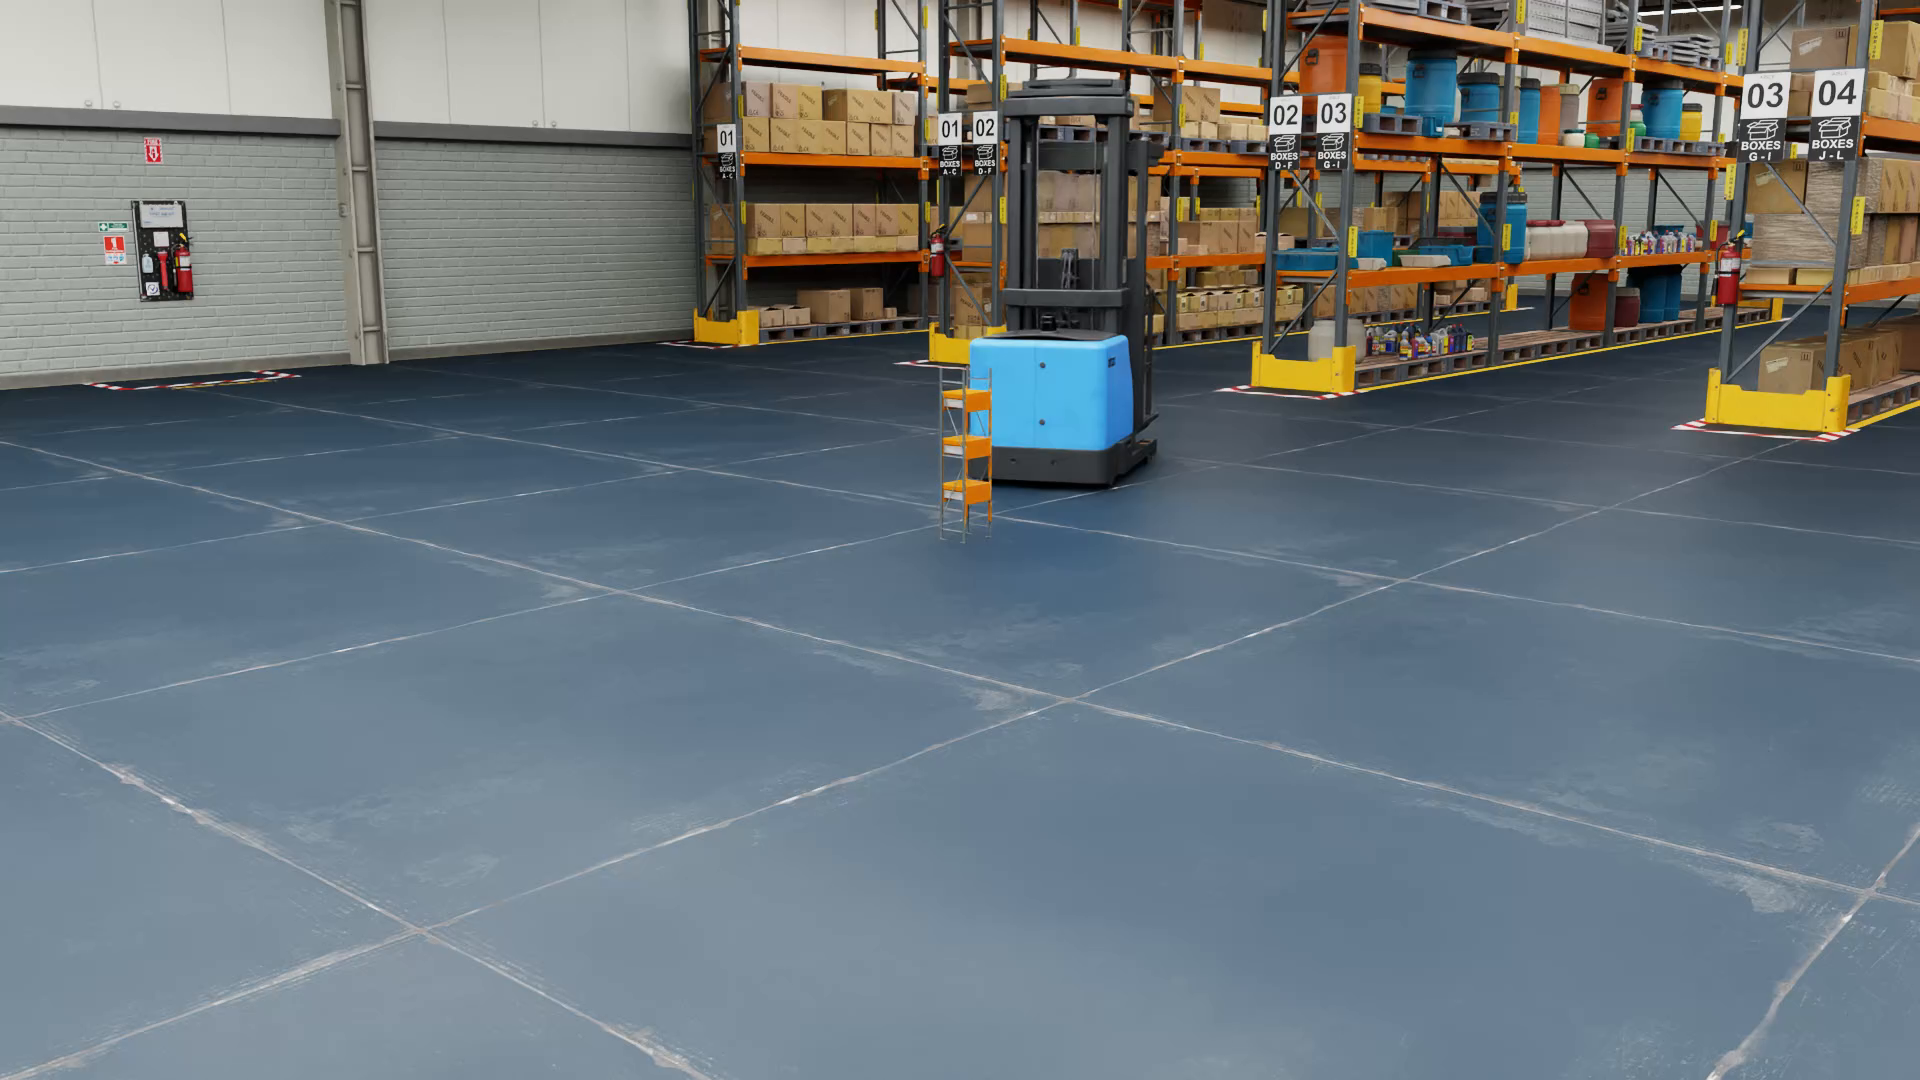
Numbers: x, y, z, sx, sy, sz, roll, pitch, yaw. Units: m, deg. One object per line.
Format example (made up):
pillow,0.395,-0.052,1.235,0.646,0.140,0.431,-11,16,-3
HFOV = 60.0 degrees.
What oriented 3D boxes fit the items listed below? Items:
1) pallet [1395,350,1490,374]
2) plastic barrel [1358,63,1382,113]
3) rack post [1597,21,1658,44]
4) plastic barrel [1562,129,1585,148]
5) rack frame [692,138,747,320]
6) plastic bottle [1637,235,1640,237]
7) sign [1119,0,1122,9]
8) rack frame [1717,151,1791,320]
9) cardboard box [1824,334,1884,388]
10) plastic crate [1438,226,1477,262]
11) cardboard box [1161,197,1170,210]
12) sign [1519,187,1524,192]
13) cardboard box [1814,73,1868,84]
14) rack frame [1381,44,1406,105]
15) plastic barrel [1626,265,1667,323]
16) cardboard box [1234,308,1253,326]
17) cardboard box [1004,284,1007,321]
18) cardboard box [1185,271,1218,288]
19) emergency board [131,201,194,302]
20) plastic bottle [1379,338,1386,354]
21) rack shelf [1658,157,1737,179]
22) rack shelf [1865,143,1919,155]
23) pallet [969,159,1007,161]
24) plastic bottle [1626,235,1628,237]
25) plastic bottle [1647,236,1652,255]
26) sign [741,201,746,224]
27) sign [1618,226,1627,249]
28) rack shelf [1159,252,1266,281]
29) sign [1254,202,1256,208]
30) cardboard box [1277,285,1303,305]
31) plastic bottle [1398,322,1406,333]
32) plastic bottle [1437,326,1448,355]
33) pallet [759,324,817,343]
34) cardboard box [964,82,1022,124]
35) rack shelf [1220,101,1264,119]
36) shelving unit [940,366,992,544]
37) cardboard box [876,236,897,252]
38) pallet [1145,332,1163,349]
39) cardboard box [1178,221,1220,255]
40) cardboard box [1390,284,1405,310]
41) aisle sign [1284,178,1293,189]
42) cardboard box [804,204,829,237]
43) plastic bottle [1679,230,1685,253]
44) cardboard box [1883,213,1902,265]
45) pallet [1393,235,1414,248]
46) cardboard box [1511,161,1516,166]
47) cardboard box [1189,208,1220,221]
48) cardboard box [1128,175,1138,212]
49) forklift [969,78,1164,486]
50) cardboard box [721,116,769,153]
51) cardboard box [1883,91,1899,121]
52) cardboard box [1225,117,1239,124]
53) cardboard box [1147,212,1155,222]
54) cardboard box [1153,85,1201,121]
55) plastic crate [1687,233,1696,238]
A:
pallet,6.018,-2.300,21.186,1.003,0.211,1.213,10,15,40
plastic barrel,4.509,-5.125,19.003,0.600,0.588,0.600,0,11,0
rack post,9.580,-7.366,24.307,0.954,0.300,0.937,10,15,40
plastic barrel,8.469,-5.535,22.959,0.301,0.262,0.301,0,11,0
rack frame,-3.590,-4.453,24.847,1.000,3.000,0.127,10,15,40
plastic bottle,10.940,-4.804,26.922,0.152,0.276,0.135,10,15,40
sign,2.359,-7.909,24.245,0.100,0.325,0.005,10,15,40
rack frame,14.414,-5.526,30.220,1.000,3.000,0.127,10,15,40
cardboard box,9.196,-1.860,17.174,0.500,0.500,0.500,8,14,35
plastic crate,6.582,-3.903,21.929,0.402,0.464,0.583,10,15,40
cardboard box,3.871,-6.615,32.692,0.500,0.250,0.500,10,15,42
sign,11.099,-6.815,32.911,0.100,0.325,0.005,10,15,40
cardboard box,7.928,-4.135,14.963,0.380,0.149,0.250,10,15,40
rack frame,8.055,-8.520,29.895,1.000,3.000,0.127,10,15,40
plastic barrel,10.934,-3.932,26.526,0.600,0.901,0.708,10,15,40
cardboard box,4.241,-3.513,26.088,0.500,0.250,0.500,10,15,41
cardboard box,0.913,-3.305,23.132,0.500,0.500,0.500,10,15,40
cardboard box,4.902,-5.295,34.375,0.700,0.500,0.500,10,15,41
emergency board,-9.398,-3.426,19.707,0.194,1.169,0.643,10,15,40
plastic bottle,5.240,-2.412,20.650,0.097,0.201,0.097,0,11,0
rack shelf,13.094,-6.350,28.523,1.077,0.370,4.000,10,15,40
rack shelf,11.533,-4.533,19.424,1.077,0.370,4.000,10,15,40
pallet,0.220,-6.650,28.670,1.213,0.211,1.003,10,15,40
plastic bottle,10.570,-4.722,26.509,0.152,0.276,0.135,10,15,40
plastic bottle,10.458,-4.478,25.269,0.061,0.283,0.133,10,15,40
sign,-3.182,-4.807,24.411,0.100,0.325,0.005,10,15,40
sign,9.551,-4.359,23.960,0.100,0.325,0.005,10,15,40
rack shelf,4.094,-4.343,26.133,1.077,0.370,4.000,10,15,40
sign,6.559,-7.343,36.904,0.100,0.325,0.005,10,15,40
cardboard box,5.254,-4.014,27.164,0.500,0.311,0.500,10,15,42
plastic bottle,5.648,-2.612,21.271,0.144,0.351,0.185,10,15,42
plastic bottle,5.944,-2.469,20.557,0.144,0.351,0.185,10,15,40
pallet,-2.977,-3.212,25.752,1.003,0.211,1.213,10,15,40
cardboard box,0.516,-5.693,21.705,0.637,0.503,0.797,-11,16,-44
rack shelf,5.652,-8.906,34.682,1.077,0.370,4.000,10,15,40
shelving unit,0.035,-0.523,10.148,0.215,1.050,0.252,10,15,40
cardboard box,-1.369,-4.797,26.899,0.500,0.250,0.500,10,15,41
pallet,2.218,-2.922,24.304,1.003,0.211,1.213,10,15,40
cardboard box,3.641,-4.639,25.523,0.500,0.500,0.500,-11,16,-43
cardboard box,7.612,-4.387,29.777,0.500,0.500,0.500,10,15,41
aisle sign,7.245,-8.053,36.237,0.394,0.787,0.004,10,15,40
cardboard box,-2.369,-4.935,25.677,0.500,0.500,0.500,9,14,39
plastic bottle,11.412,-4.736,26.389,0.144,0.351,0.185,10,15,40
cardboard box,8.898,-3.033,16.723,0.875,0.500,0.500,10,15,40
pallet,7.446,-5.381,29.983,1.003,0.211,1.213,10,15,40
cardboard box,10.554,-7.455,32.601,0.500,0.250,0.500,10,15,40
cardboard box,4.702,-6.443,34.046,0.980,0.700,0.700,10,15,41
cardboard box,2.153,-4.946,23.749,0.700,0.500,0.500,10,15,40
forklift,0.972,-2.075,13.116,1.130,2.935,3.031,3,12,17
cardboard box,-3.181,-6.000,24.626,0.500,0.500,0.500,10,15,42
cardboard box,8.421,-4.043,15.520,0.500,0.250,0.500,9,15,39
cardboard box,5.347,-8.384,34.009,0.500,0.500,0.500,9,15,39
cardboard box,2.591,-4.665,23.996,0.380,0.149,0.250,9,15,39
cardboard box,3.211,-6.458,24.625,0.500,0.500,0.500,10,15,41
plastic crate,12.936,-5.242,29.071,0.416,0.233,0.300,10,15,40
